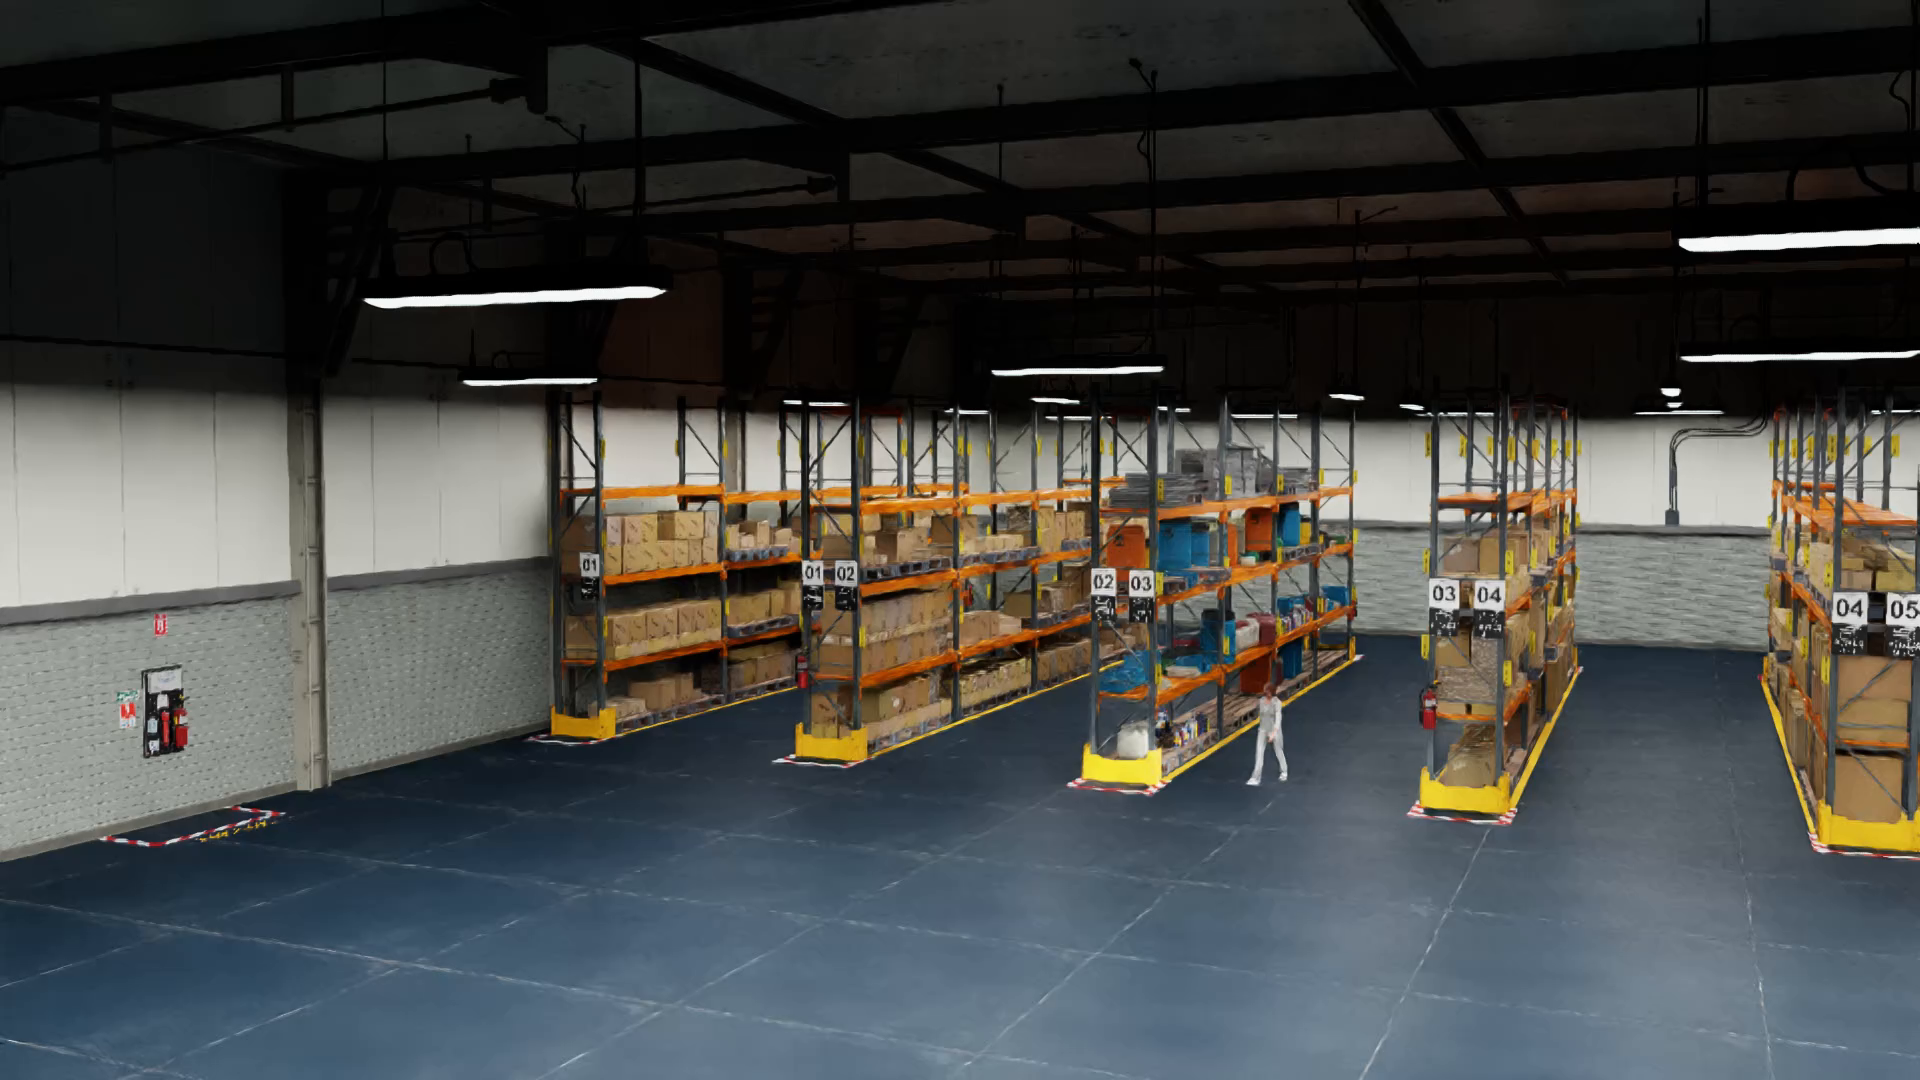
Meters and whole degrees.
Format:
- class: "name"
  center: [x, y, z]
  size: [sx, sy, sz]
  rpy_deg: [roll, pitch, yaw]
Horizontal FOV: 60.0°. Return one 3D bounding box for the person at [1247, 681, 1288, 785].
- class: "person"
  center: [4.615, 2.854, 24.721]
  size: [0.408, 1.532, 0.962]
  rpy_deg: [2, 4, 33]
